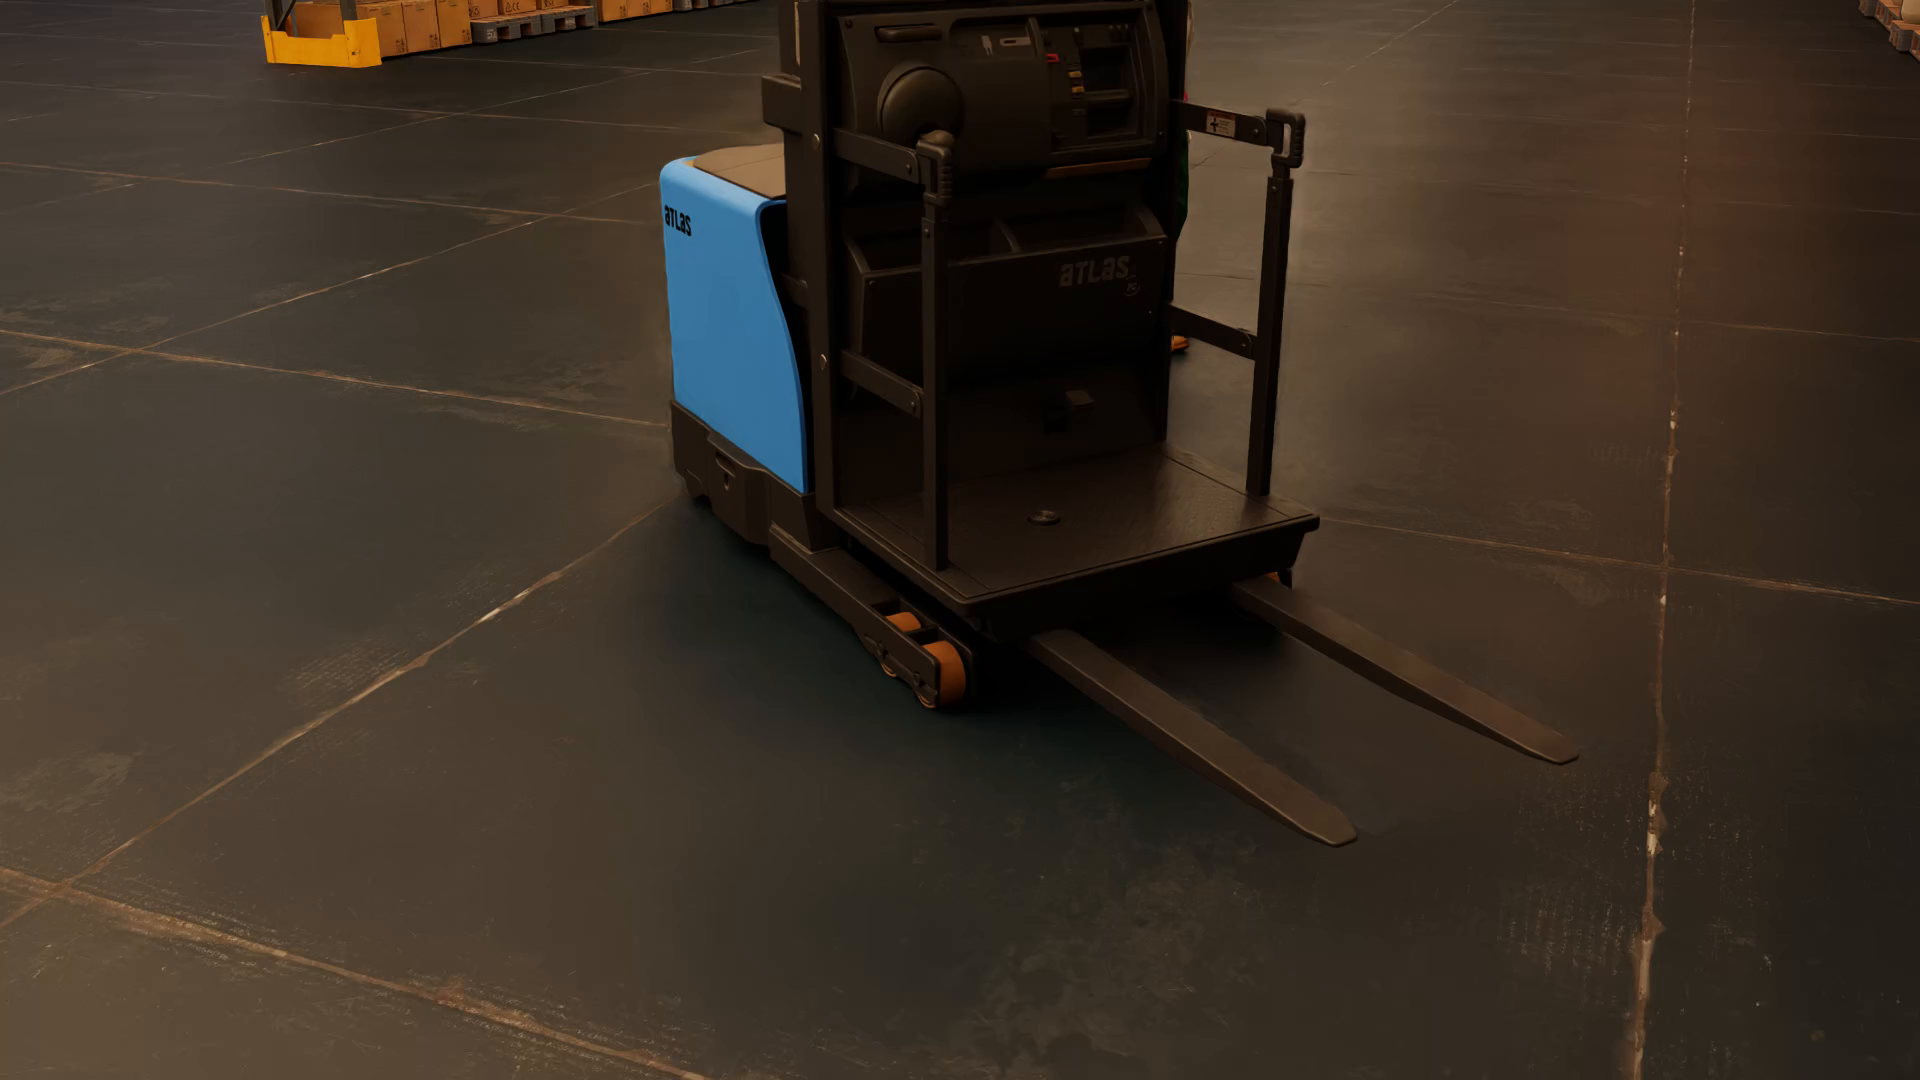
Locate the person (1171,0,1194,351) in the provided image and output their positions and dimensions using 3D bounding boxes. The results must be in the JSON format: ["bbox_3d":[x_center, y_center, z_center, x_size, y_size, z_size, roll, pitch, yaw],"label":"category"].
[{"bbox_3d":[0.839,-1.701,6.863,0.450,1.777,0.623,7,24,16],"label":"person"}]

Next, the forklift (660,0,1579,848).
[{"bbox_3d":[0.237,-1.139,4.018,1.130,2.935,3.031,-13,26,-28],"label":"forklift"}]
